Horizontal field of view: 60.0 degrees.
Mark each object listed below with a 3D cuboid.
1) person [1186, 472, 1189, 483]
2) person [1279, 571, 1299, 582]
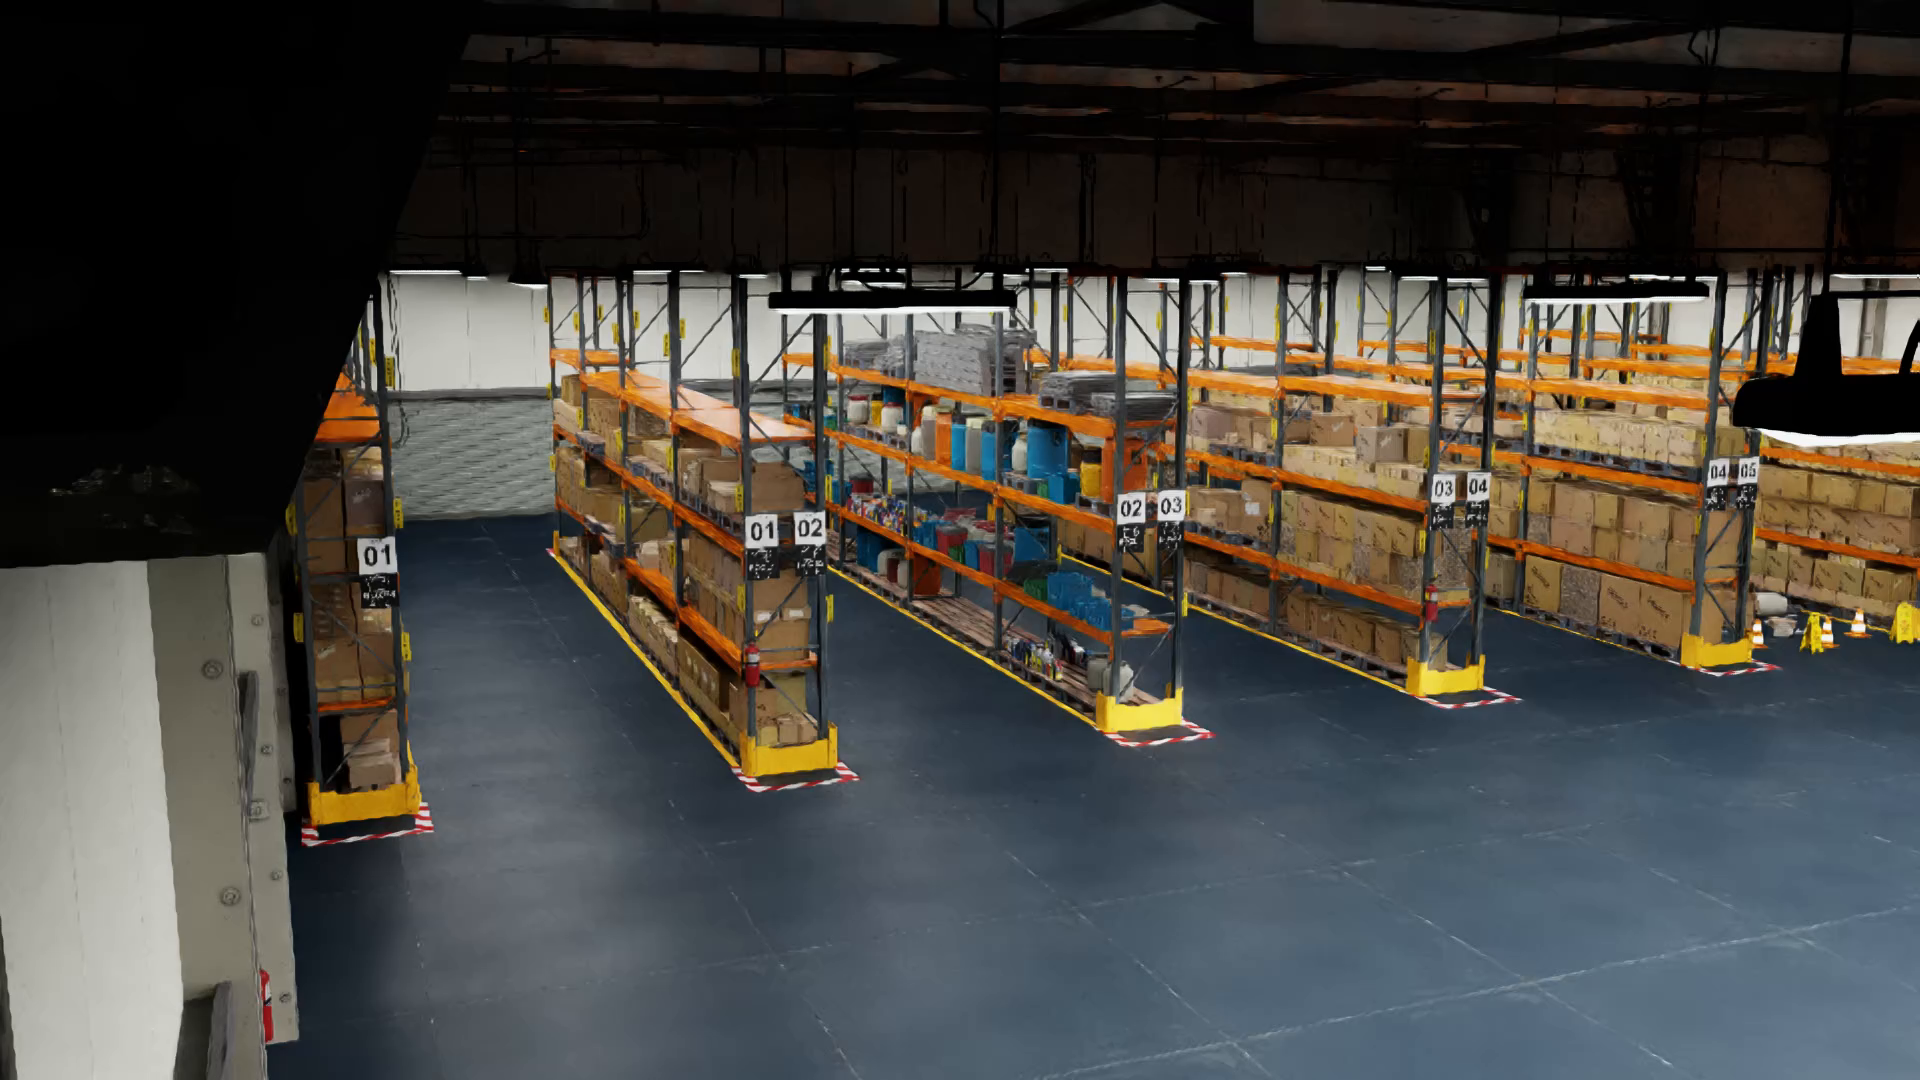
[{"bbox_3d":[4.884,-0.943,37.038,0.598,1.698,1.193,-3,10,-19],"label":"person"},{"bbox_3d":[6.010,0.182,30.449,0.600,1.780,0.445,9,13,42],"label":"person"}]
